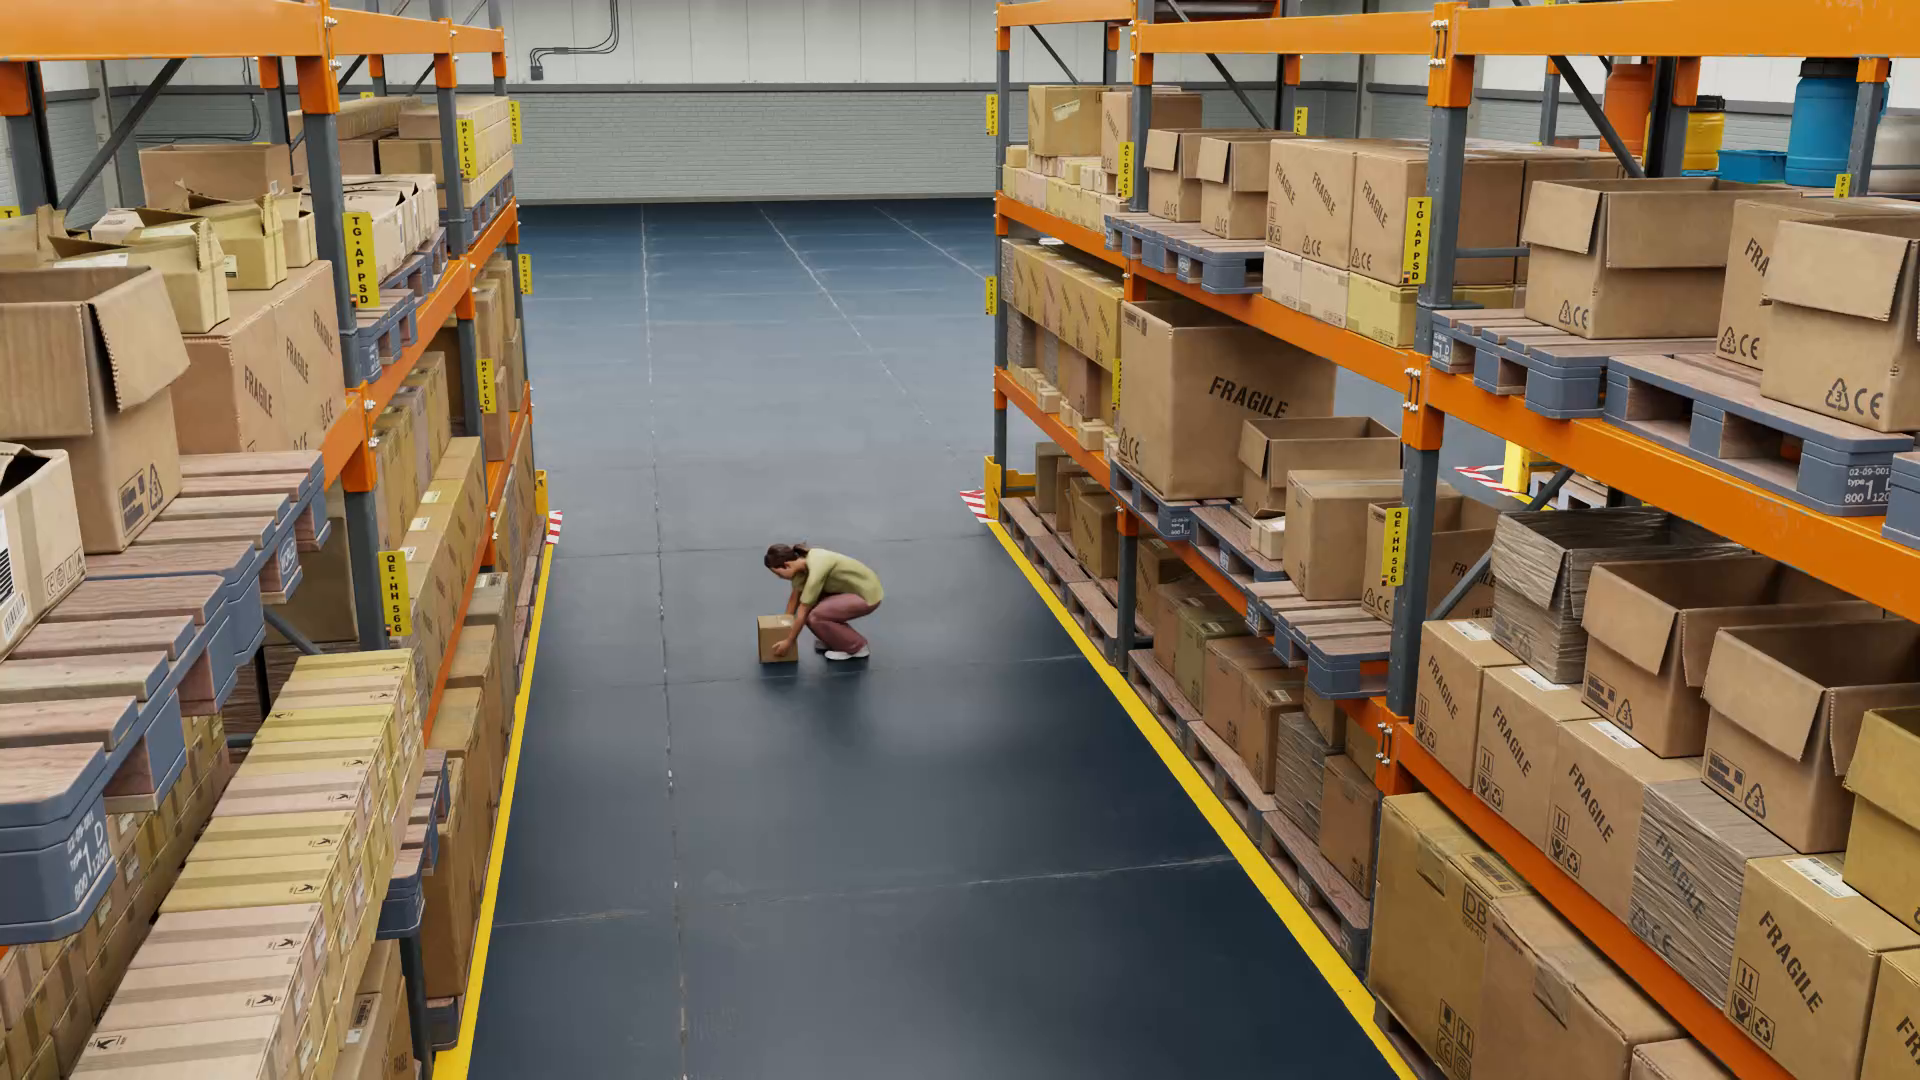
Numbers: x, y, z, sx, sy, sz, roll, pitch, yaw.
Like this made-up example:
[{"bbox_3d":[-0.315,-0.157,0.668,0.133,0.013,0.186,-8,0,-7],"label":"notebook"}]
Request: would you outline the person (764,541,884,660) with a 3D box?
[{"bbox_3d":[-0.913,0.387,11.248,0.803,0.820,0.471,-3,17,-10],"label":"person"}]
